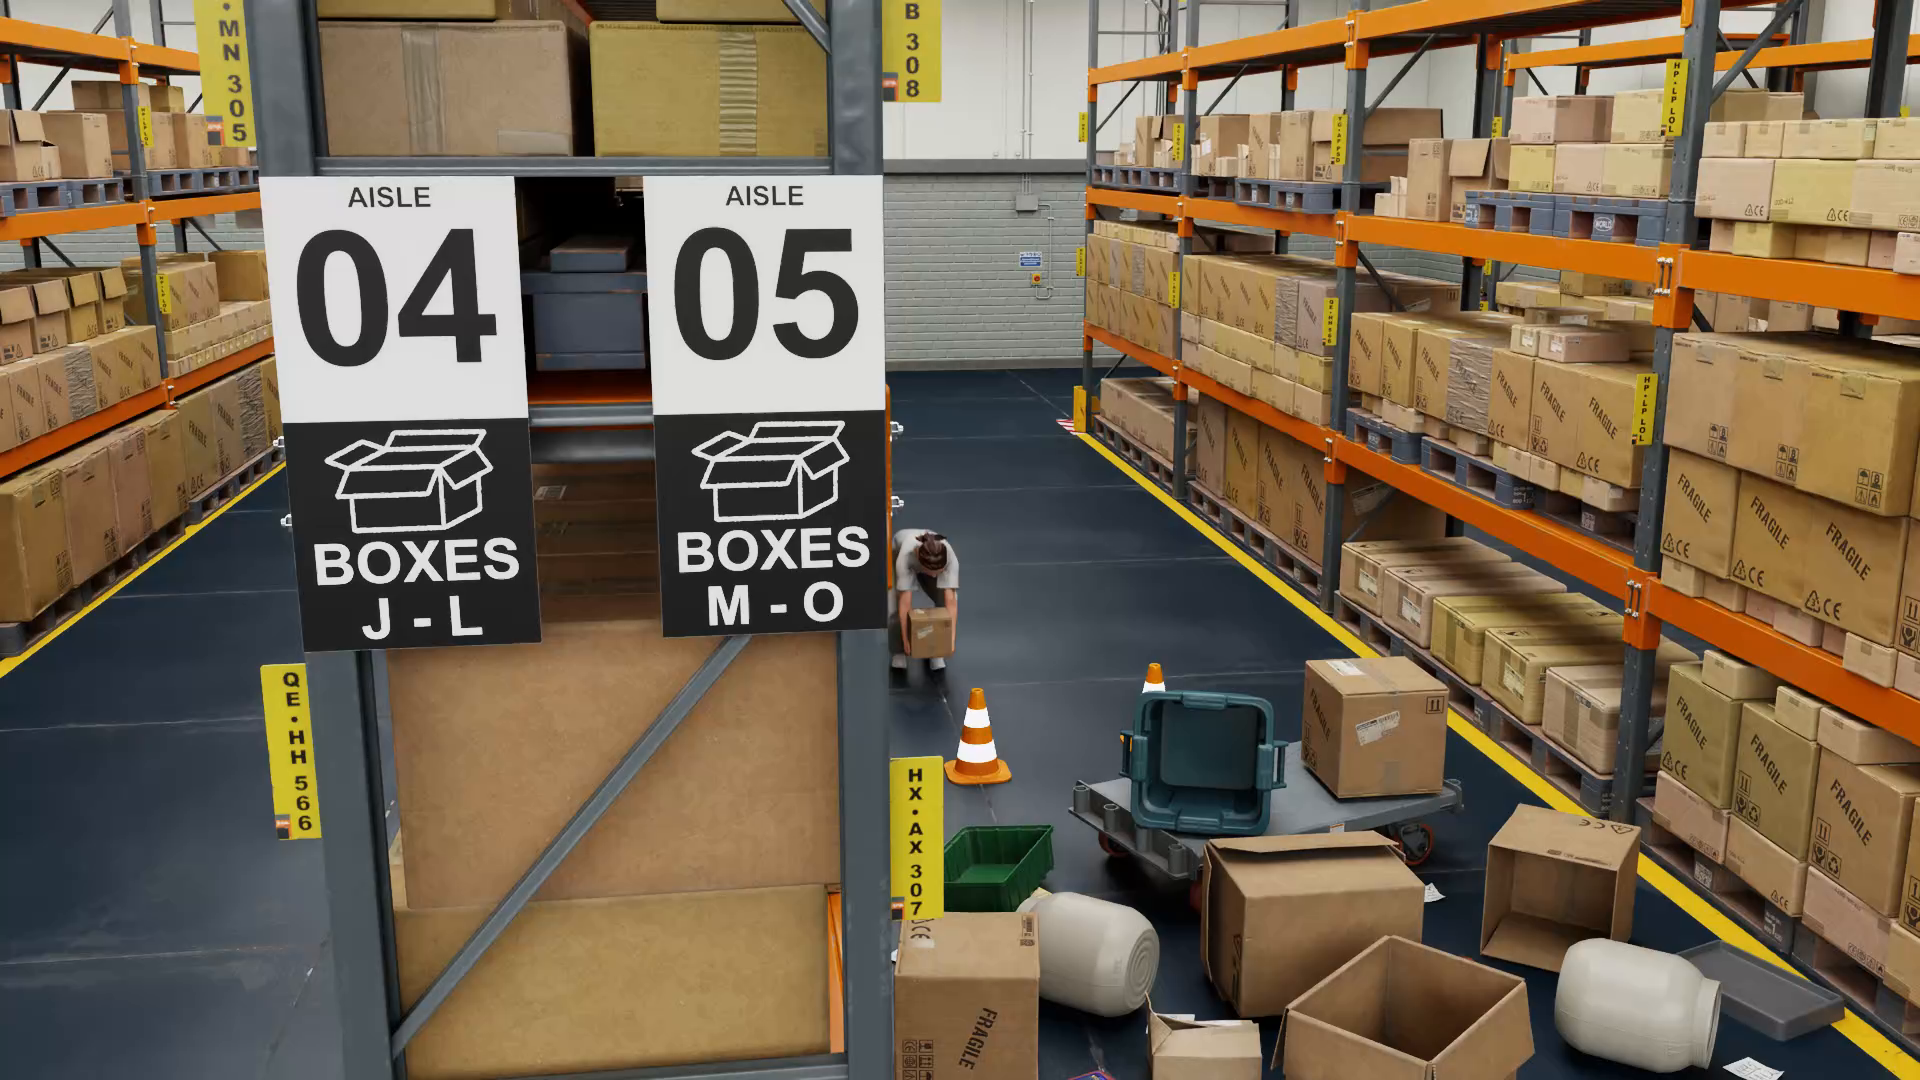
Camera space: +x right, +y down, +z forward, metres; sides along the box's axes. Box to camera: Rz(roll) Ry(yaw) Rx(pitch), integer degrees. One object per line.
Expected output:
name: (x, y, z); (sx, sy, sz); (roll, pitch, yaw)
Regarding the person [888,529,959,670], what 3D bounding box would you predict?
person: (-0.248, 0.371, 10.496); (0.465, 0.950, 0.863); (-3, 13, -11)
